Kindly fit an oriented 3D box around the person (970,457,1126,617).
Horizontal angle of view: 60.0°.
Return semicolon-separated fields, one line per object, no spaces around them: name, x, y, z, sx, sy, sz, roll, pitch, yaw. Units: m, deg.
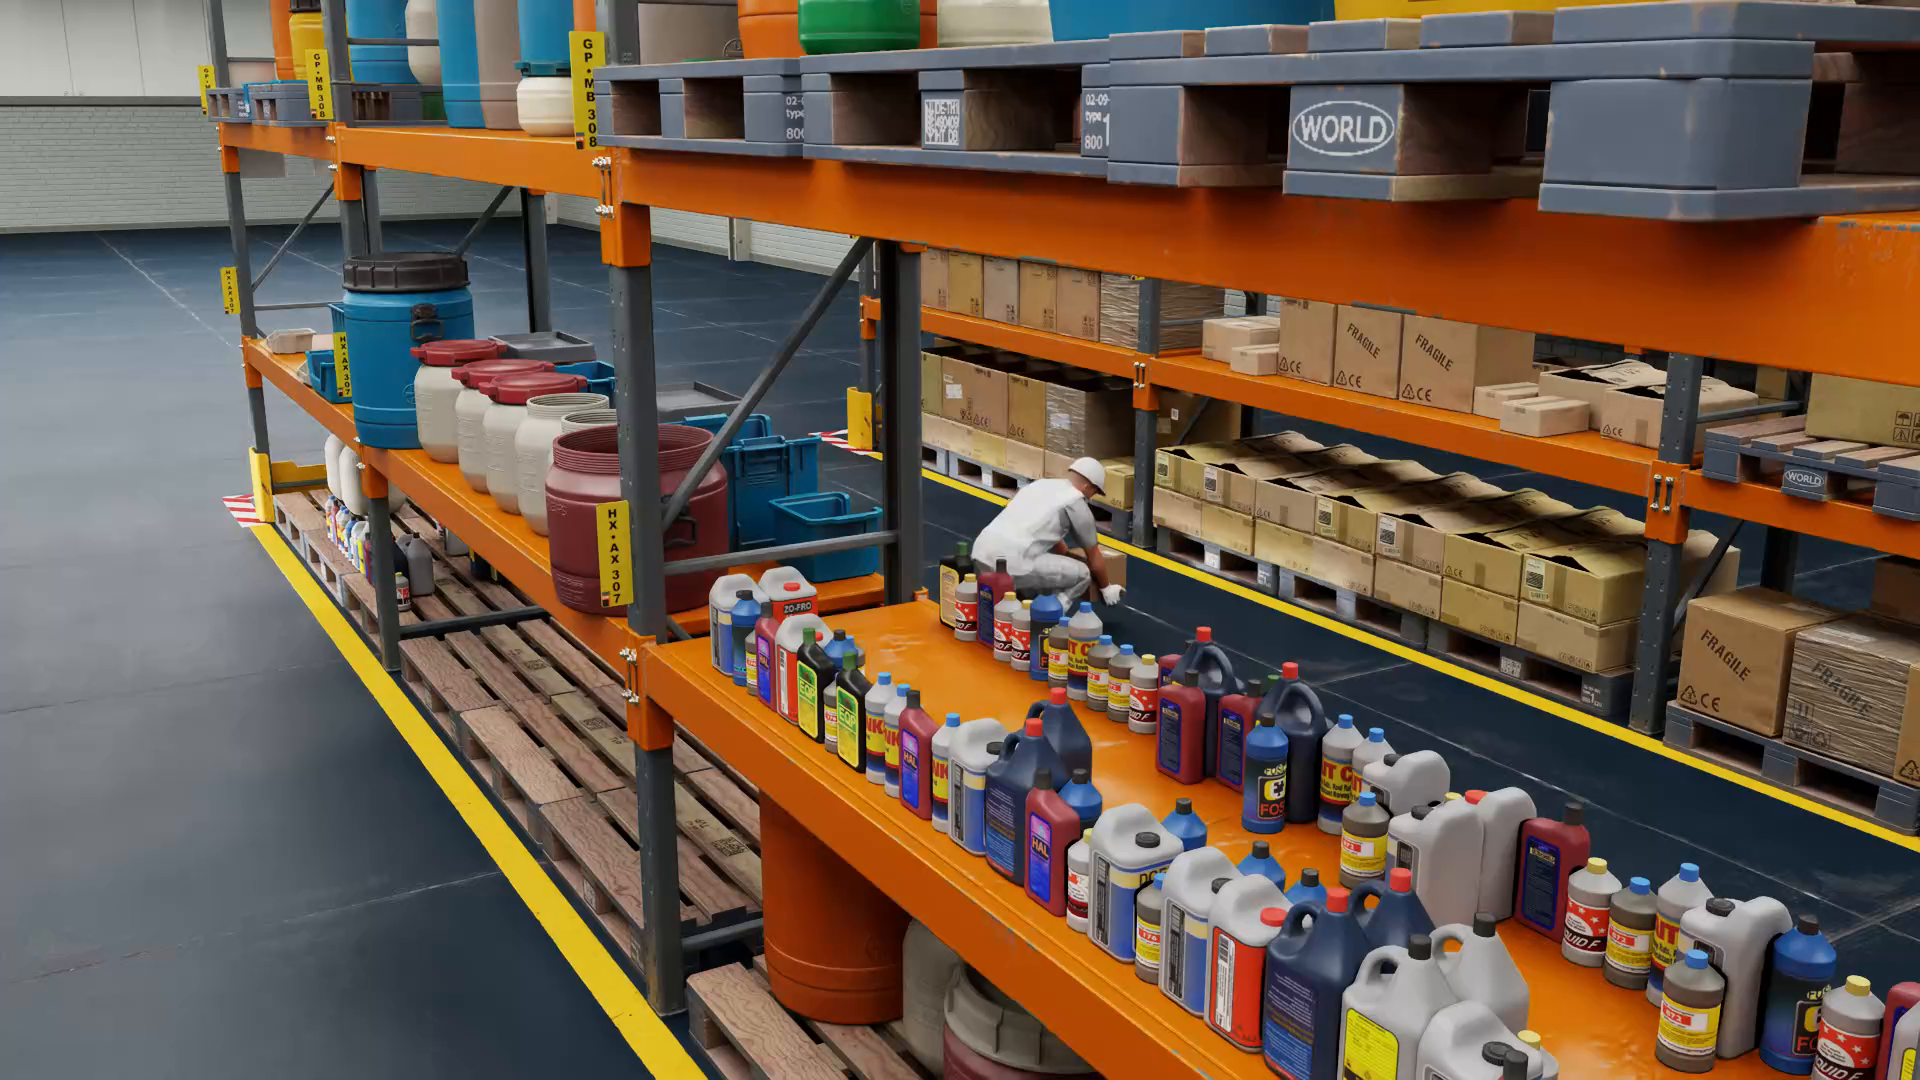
person;0.480;0.067;9.287;0.894;0.997;0.534;-9;17;-31
